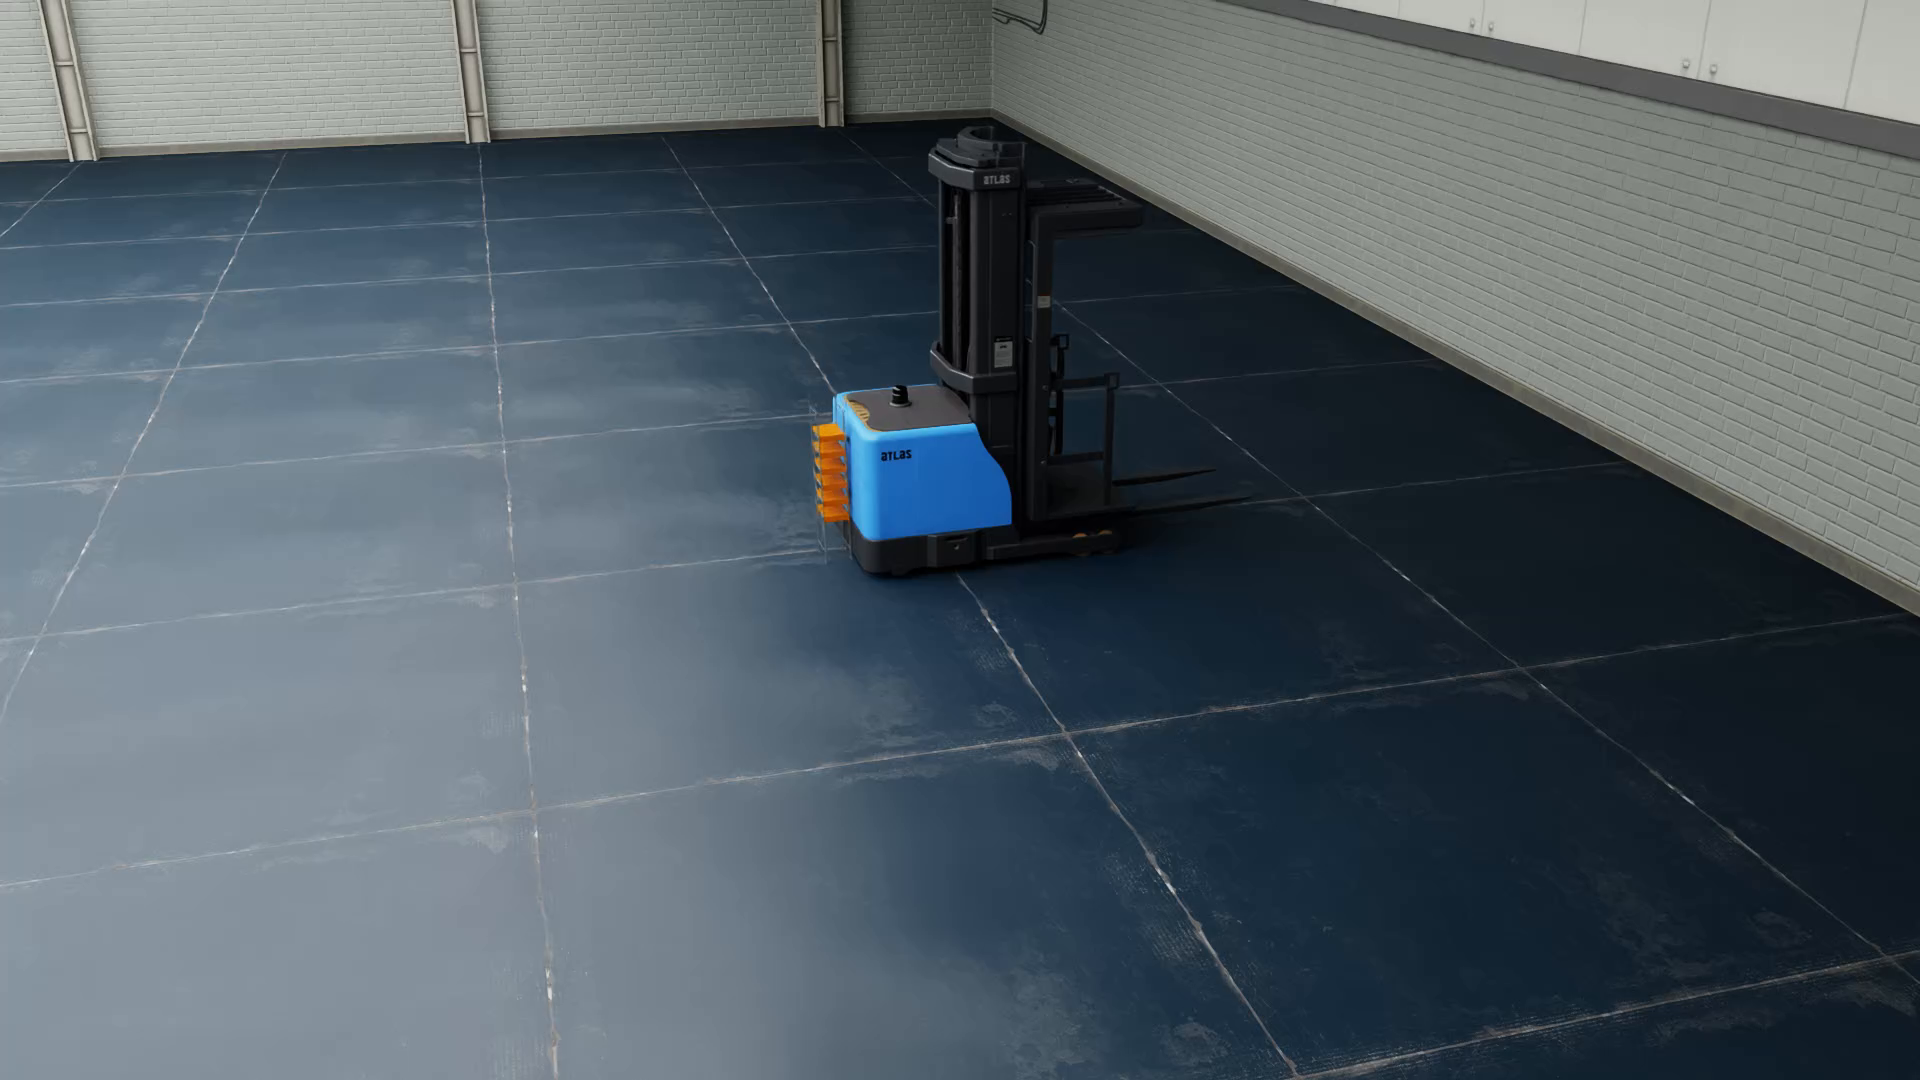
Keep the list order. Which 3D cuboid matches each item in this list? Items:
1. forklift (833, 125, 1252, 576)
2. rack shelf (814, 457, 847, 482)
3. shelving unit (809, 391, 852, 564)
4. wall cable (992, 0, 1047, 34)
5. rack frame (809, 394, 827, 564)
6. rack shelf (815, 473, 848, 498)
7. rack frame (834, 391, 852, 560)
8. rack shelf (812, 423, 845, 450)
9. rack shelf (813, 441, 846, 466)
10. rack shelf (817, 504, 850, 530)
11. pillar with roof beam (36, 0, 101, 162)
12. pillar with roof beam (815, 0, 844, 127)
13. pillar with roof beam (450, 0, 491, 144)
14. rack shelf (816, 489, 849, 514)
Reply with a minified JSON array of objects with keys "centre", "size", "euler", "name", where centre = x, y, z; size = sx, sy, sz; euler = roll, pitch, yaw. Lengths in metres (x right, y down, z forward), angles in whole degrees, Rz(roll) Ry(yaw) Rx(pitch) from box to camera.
[{"centre":[0.645,-1.417,11.836],"size":[3.031,2.935,1.130],"euler":[-7,24,-16],"name":"forklift"},{"centre":[-0.915,-0.507,11.713],"size":[0.180,0.103,0.258],"euler":[-9,25,-16],"name":"rack shelf"},{"centre":[-0.913,-0.438,11.743],"size":[0.189,1.200,0.258],"euler":[-9,25,-16],"name":"shelving unit"},{"centre":[0.934,-9.812,27.643],"size":[0.112,2.526,3.097],"euler":[-6,24,-14],"name":"wall cable"},{"centre":[-1.000,-0.425,11.719],"size":[0.006,1.200,0.240],"euler":[-9,25,-16],"name":"rack frame"},{"centre":[-0.912,-0.397,11.761],"size":[0.180,0.103,0.258],"euler":[-9,25,-16],"name":"rack shelf"},{"centre":[-0.826,-0.451,11.768],"size":[0.006,1.200,0.240],"euler":[-9,25,-16],"name":"rack frame"},{"centre":[-0.921,-0.727,11.617],"size":[0.180,0.103,0.258],"euler":[-9,25,-16],"name":"rack shelf"},{"centre":[-0.918,-0.617,11.665],"size":[0.180,0.103,0.258],"euler":[-9,25,-16],"name":"rack shelf"},{"centre":[-0.906,-0.178,11.858],"size":[0.180,0.103,0.258],"euler":[-9,25,-16],"name":"rack shelf"},{"centre":[-12.650,-8.515,20.682],"size":[0.400,9.000,9.100],"euler":[-6,24,-14],"name":"pillar with roof beam"},{"centre":[-1.096,-9.793,23.661],"size":[0.400,9.000,9.100],"euler":[-6,24,-14],"name":"pillar with roof beam"},{"centre":[-6.873,-9.154,22.171],"size":[0.400,9.000,9.100],"euler":[-6,24,-14],"name":"pillar with roof beam"},{"centre":[-0.909,-0.288,11.809],"size":[0.180,0.103,0.258],"euler":[-9,25,-16],"name":"rack shelf"}]
